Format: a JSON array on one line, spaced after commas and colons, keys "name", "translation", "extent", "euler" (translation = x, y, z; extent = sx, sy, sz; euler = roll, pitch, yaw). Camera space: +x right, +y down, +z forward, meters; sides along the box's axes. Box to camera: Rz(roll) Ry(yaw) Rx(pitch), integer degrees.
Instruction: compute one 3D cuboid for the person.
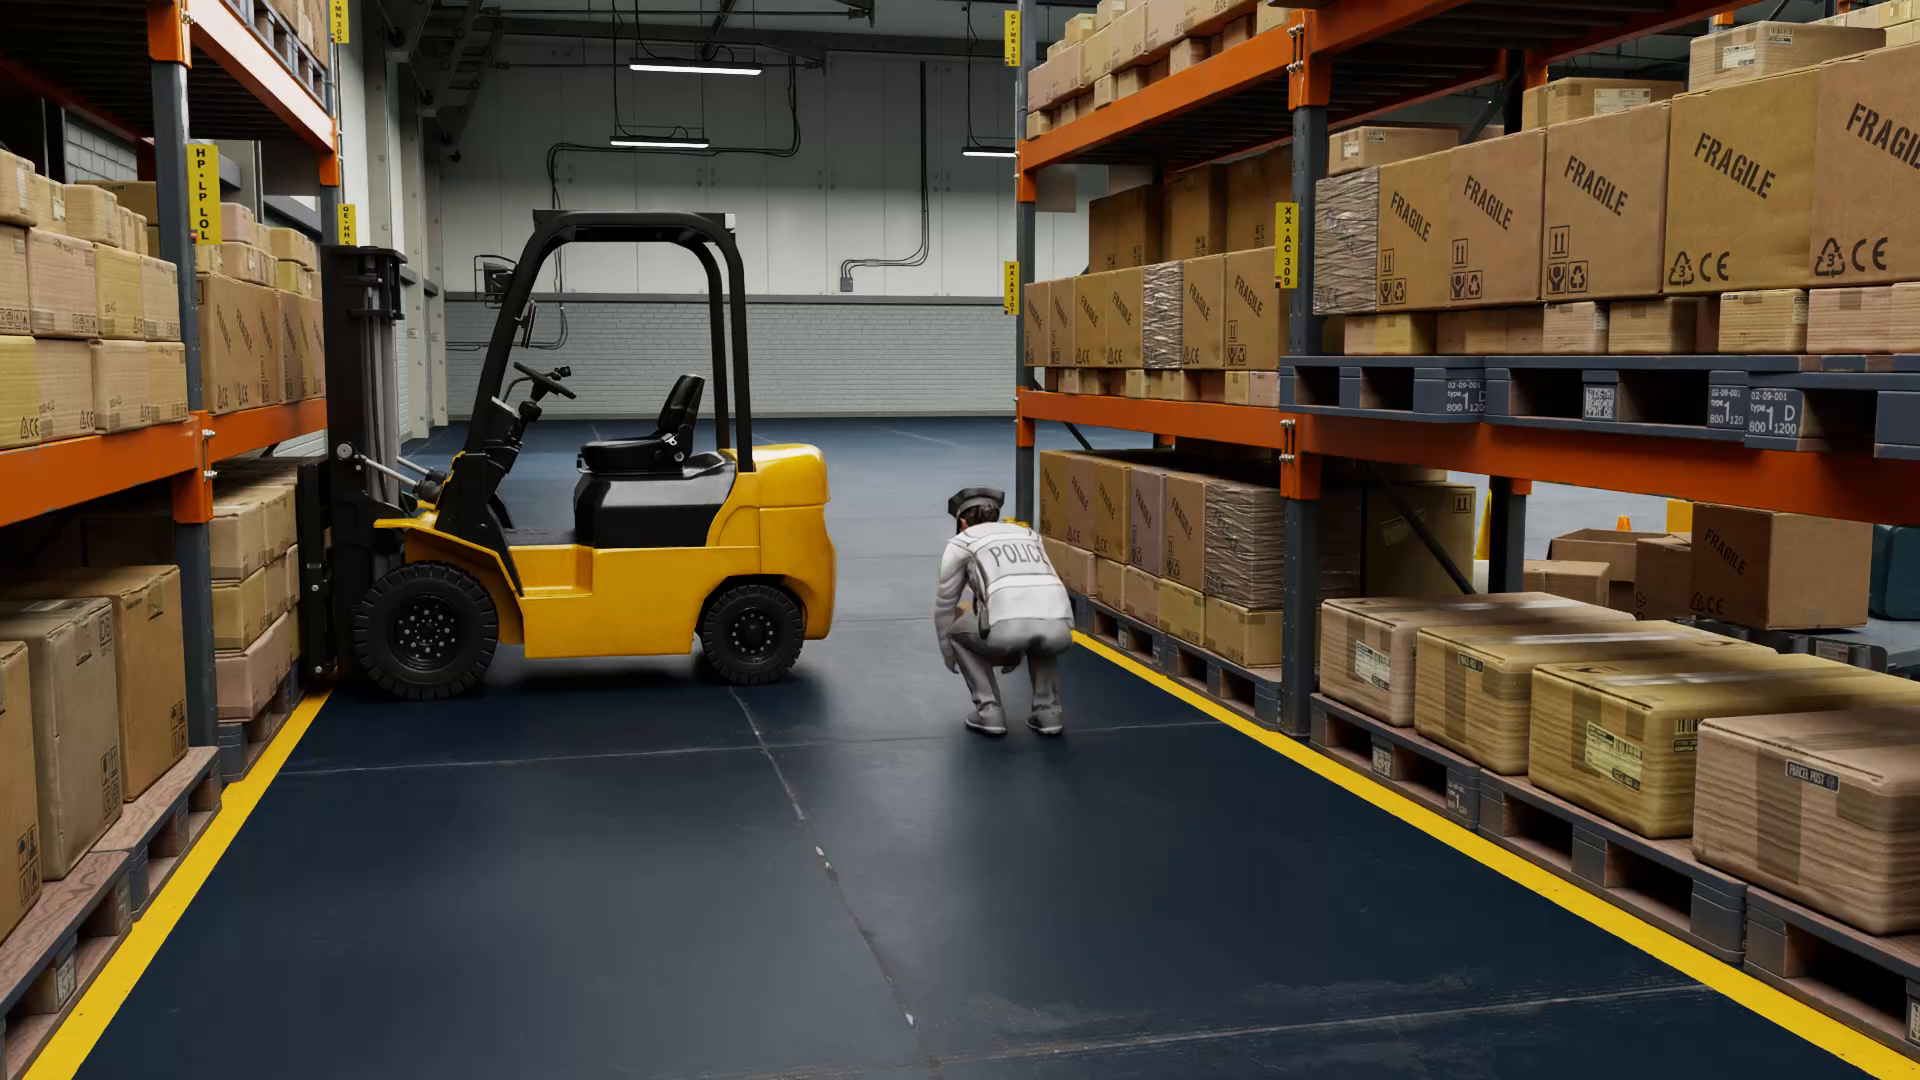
[{"name": "person", "translation": [0.173, 0.284, 6.794], "extent": [0.493, 0.974, 0.825], "euler": [-2, 6, -14]}]
